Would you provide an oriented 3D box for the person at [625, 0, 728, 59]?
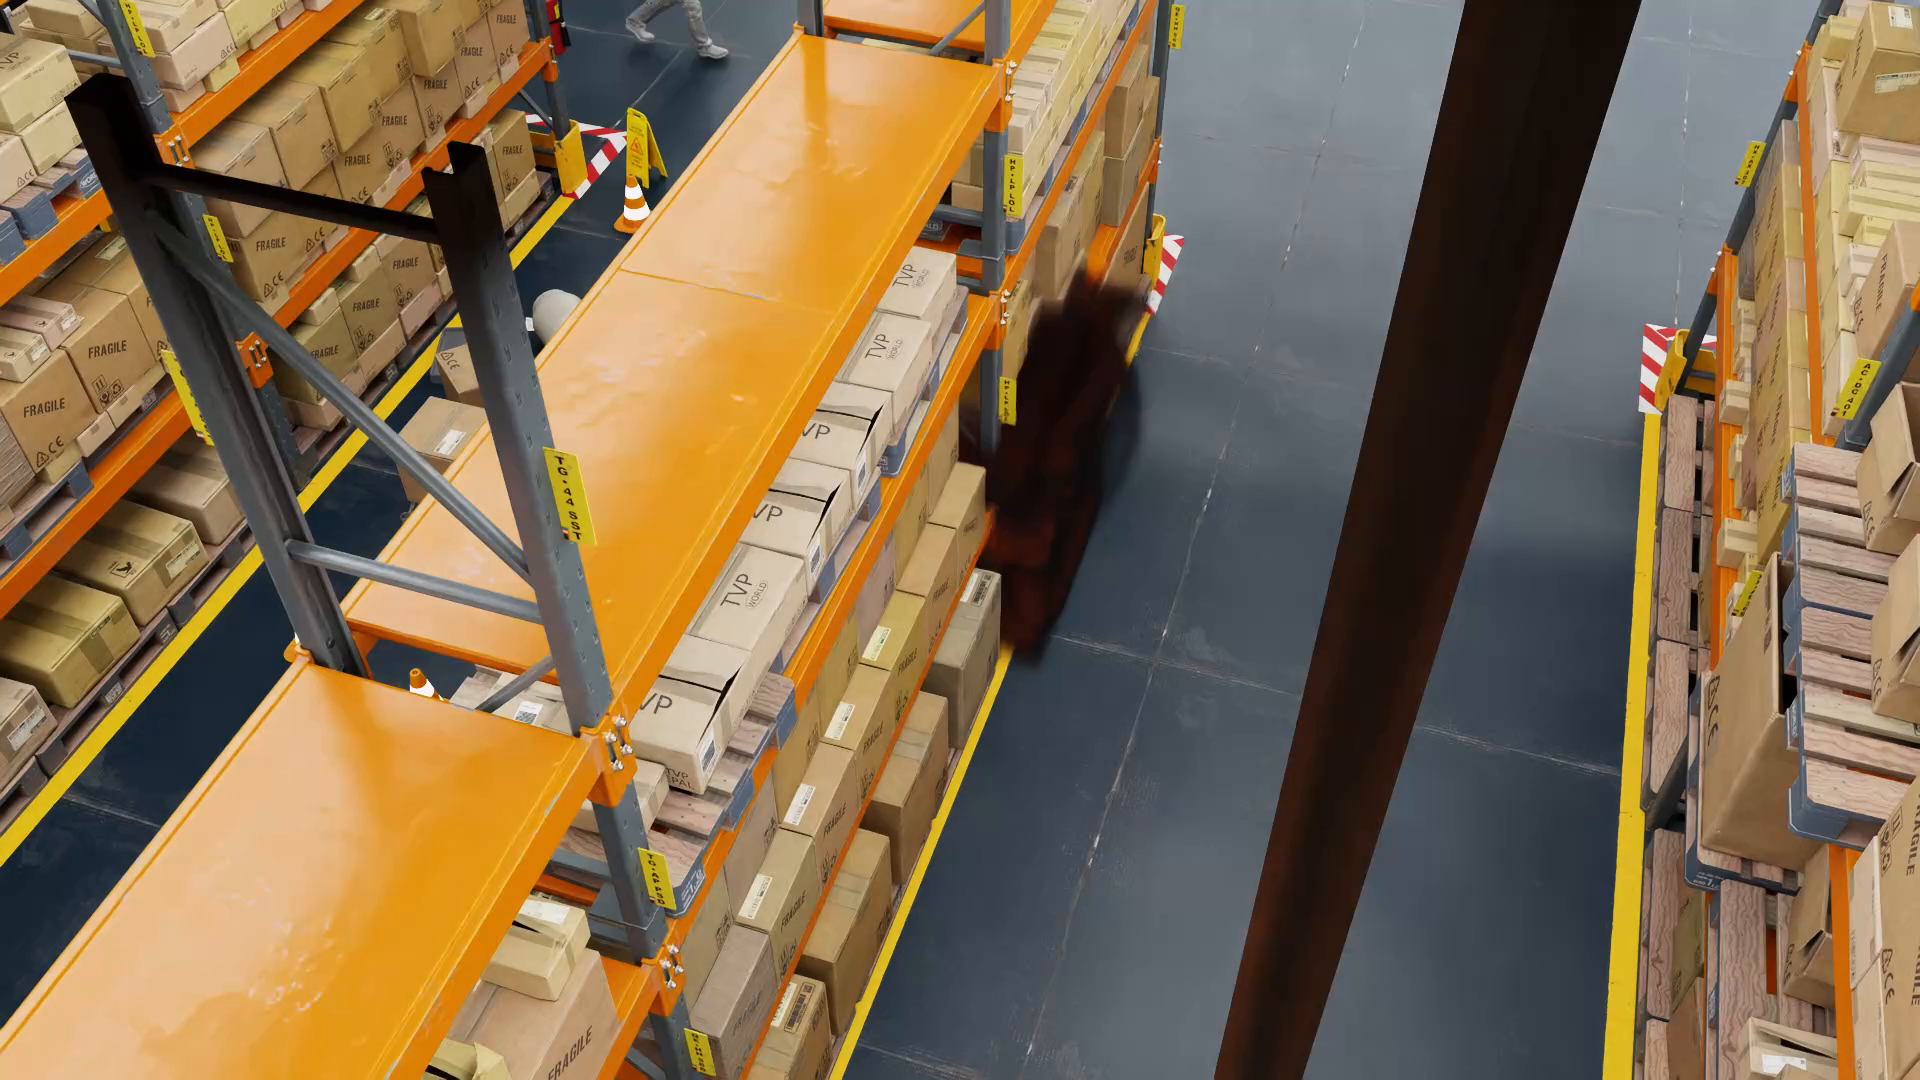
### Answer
[{"bbox_3d":[-2.651,-5.233,15.036,0.982,1.749,0.502,0,46,0],"label":"person"}]
